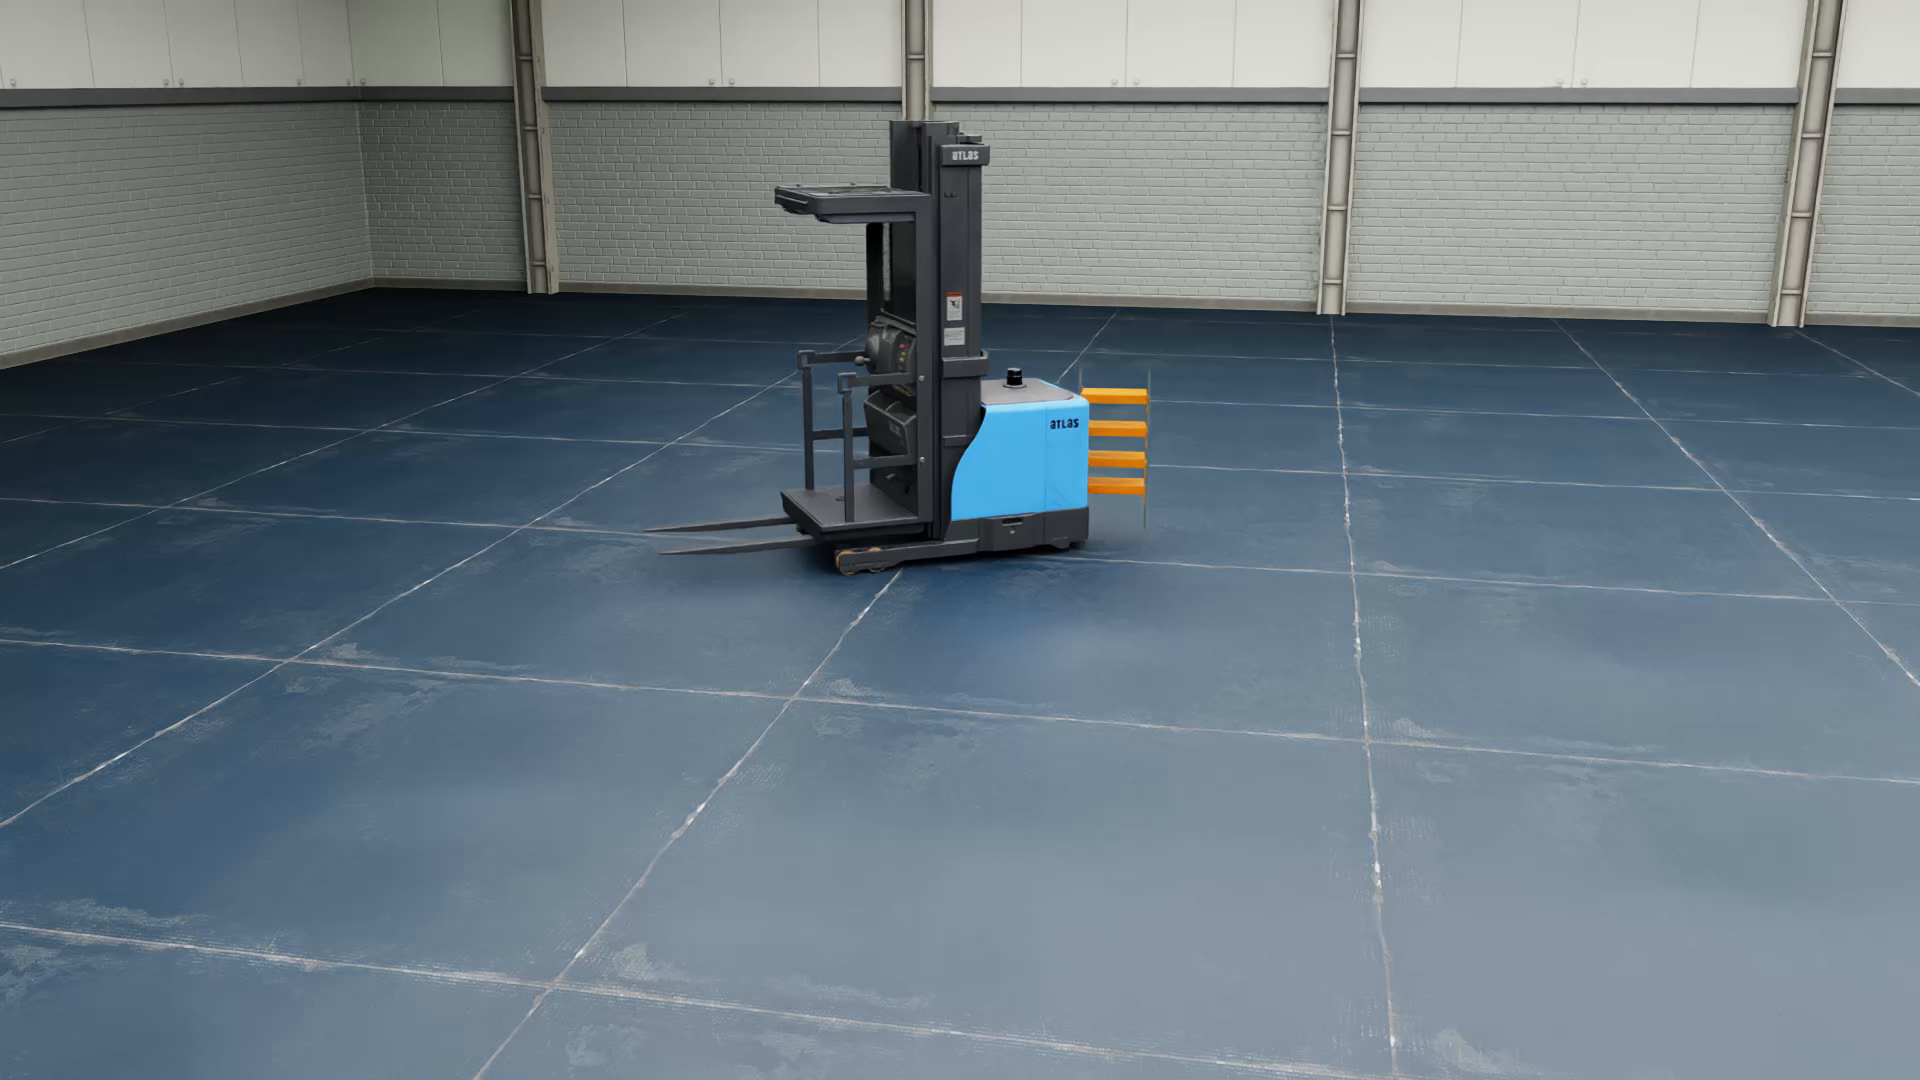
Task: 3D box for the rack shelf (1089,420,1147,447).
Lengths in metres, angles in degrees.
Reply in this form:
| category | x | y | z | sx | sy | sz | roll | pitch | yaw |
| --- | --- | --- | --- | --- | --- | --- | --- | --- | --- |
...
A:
| category | x | y | z | sx | sy | sz | roll | pitch | yaw |
| --- | --- | --- | --- | --- | --- | --- | --- | --- | --- |
| rack shelf | 1.101 | -0.768 | 11.932 | 0.480 | 0.148 | 0.258 | 2 | 16 | 6 |

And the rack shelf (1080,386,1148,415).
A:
| category | x | y | z | sx | sy | sz | roll | pitch | yaw |
| --- | --- | --- | --- | --- | --- | --- | --- | --- | --- |
| rack shelf | 1.101 | -0.996 | 11.869 | 0.480 | 0.148 | 0.258 | 2 | 16 | 6 |

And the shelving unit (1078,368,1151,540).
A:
| category | x | y | z | sx | sy | sz | roll | pitch | yaw |
| --- | --- | --- | --- | --- | --- | --- | --- | --- | --- |
| shelving unit | 1.101 | -0.618 | 11.974 | 0.503 | 1.200 | 0.258 | 2 | 16 | 6 |

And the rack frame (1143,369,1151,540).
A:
| category | x | y | z | sx | sy | sz | roll | pitch | yaw |
| --- | --- | --- | --- | --- | --- | --- | --- | --- | --- |
| rack frame | 1.344 | -0.611 | 11.949 | 0.015 | 1.200 | 0.240 | 2 | 16 | 6 |

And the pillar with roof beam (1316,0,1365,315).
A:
| category | x | y | z | sx | sy | sz | roll | pitch | yaw |
| --- | --- | --- | --- | --- | --- | --- | --- | --- | --- |
| pillar with roof beam | 4.410 | -6.433 | 18.359 | 0.400 | 9.000 | 9.100 | 3 | 16 | 11 |

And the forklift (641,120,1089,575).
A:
| category | x | y | z | sx | sy | sz | roll | pitch | yaw |
| --- | --- | --- | --- | --- | --- | --- | --- | --- | --- |
| forklift | -0.661 | -1.334 | 11.317 | 3.031 | 2.935 | 1.130 | -6 | 16 | -20 |

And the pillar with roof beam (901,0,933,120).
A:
| category | x | y | z | sx | sy | sz | roll | pitch | yaw |
| --- | --- | --- | --- | --- | --- | --- | --- | --- | --- |
| pillar with roof beam | -1.470 | -6.752 | 19.511 | 0.400 | 9.000 | 9.100 | 3 | 16 | 11 |

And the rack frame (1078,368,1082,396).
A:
| category | x | y | z | sx | sy | sz | roll | pitch | yaw |
| --- | --- | --- | --- | --- | --- | --- | --- | --- | --- |
| rack frame | 0.858 | -0.625 | 11.999 | 0.015 | 1.200 | 0.240 | 2 | 16 | 6 |

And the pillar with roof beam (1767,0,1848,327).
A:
| category | x | y | z | sx | sy | sz | roll | pitch | yaw |
| --- | --- | --- | --- | --- | --- | --- | --- | --- | --- |
| pillar with roof beam | 10.289 | -6.114 | 17.206 | 0.400 | 9.000 | 9.100 | 3 | 16 | 11 |

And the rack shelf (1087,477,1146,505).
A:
| category | x | y | z | sx | sy | sz | roll | pitch | yaw |
| --- | --- | --- | --- | --- | --- | --- | --- | --- | --- |
| rack shelf | 1.101 | -0.361 | 12.045 | 0.480 | 0.148 | 0.258 | 2 | 16 | 6 |

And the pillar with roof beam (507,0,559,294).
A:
| category | x | y | z | sx | sy | sz | roll | pitch | yaw |
| --- | --- | --- | --- | --- | --- | --- | --- | --- | --- |
| pillar with roof beam | -7.350 | -7.071 | 20.663 | 0.400 | 9.000 | 9.100 | 3 | 16 | 11 |

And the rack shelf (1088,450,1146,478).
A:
| category | x | y | z | sx | sy | sz | roll | pitch | yaw |
| --- | --- | --- | --- | --- | --- | --- | --- | --- | --- |
| rack shelf | 1.101 | -0.553 | 11.992 | 0.480 | 0.148 | 0.258 | 2 | 16 | 6 |
